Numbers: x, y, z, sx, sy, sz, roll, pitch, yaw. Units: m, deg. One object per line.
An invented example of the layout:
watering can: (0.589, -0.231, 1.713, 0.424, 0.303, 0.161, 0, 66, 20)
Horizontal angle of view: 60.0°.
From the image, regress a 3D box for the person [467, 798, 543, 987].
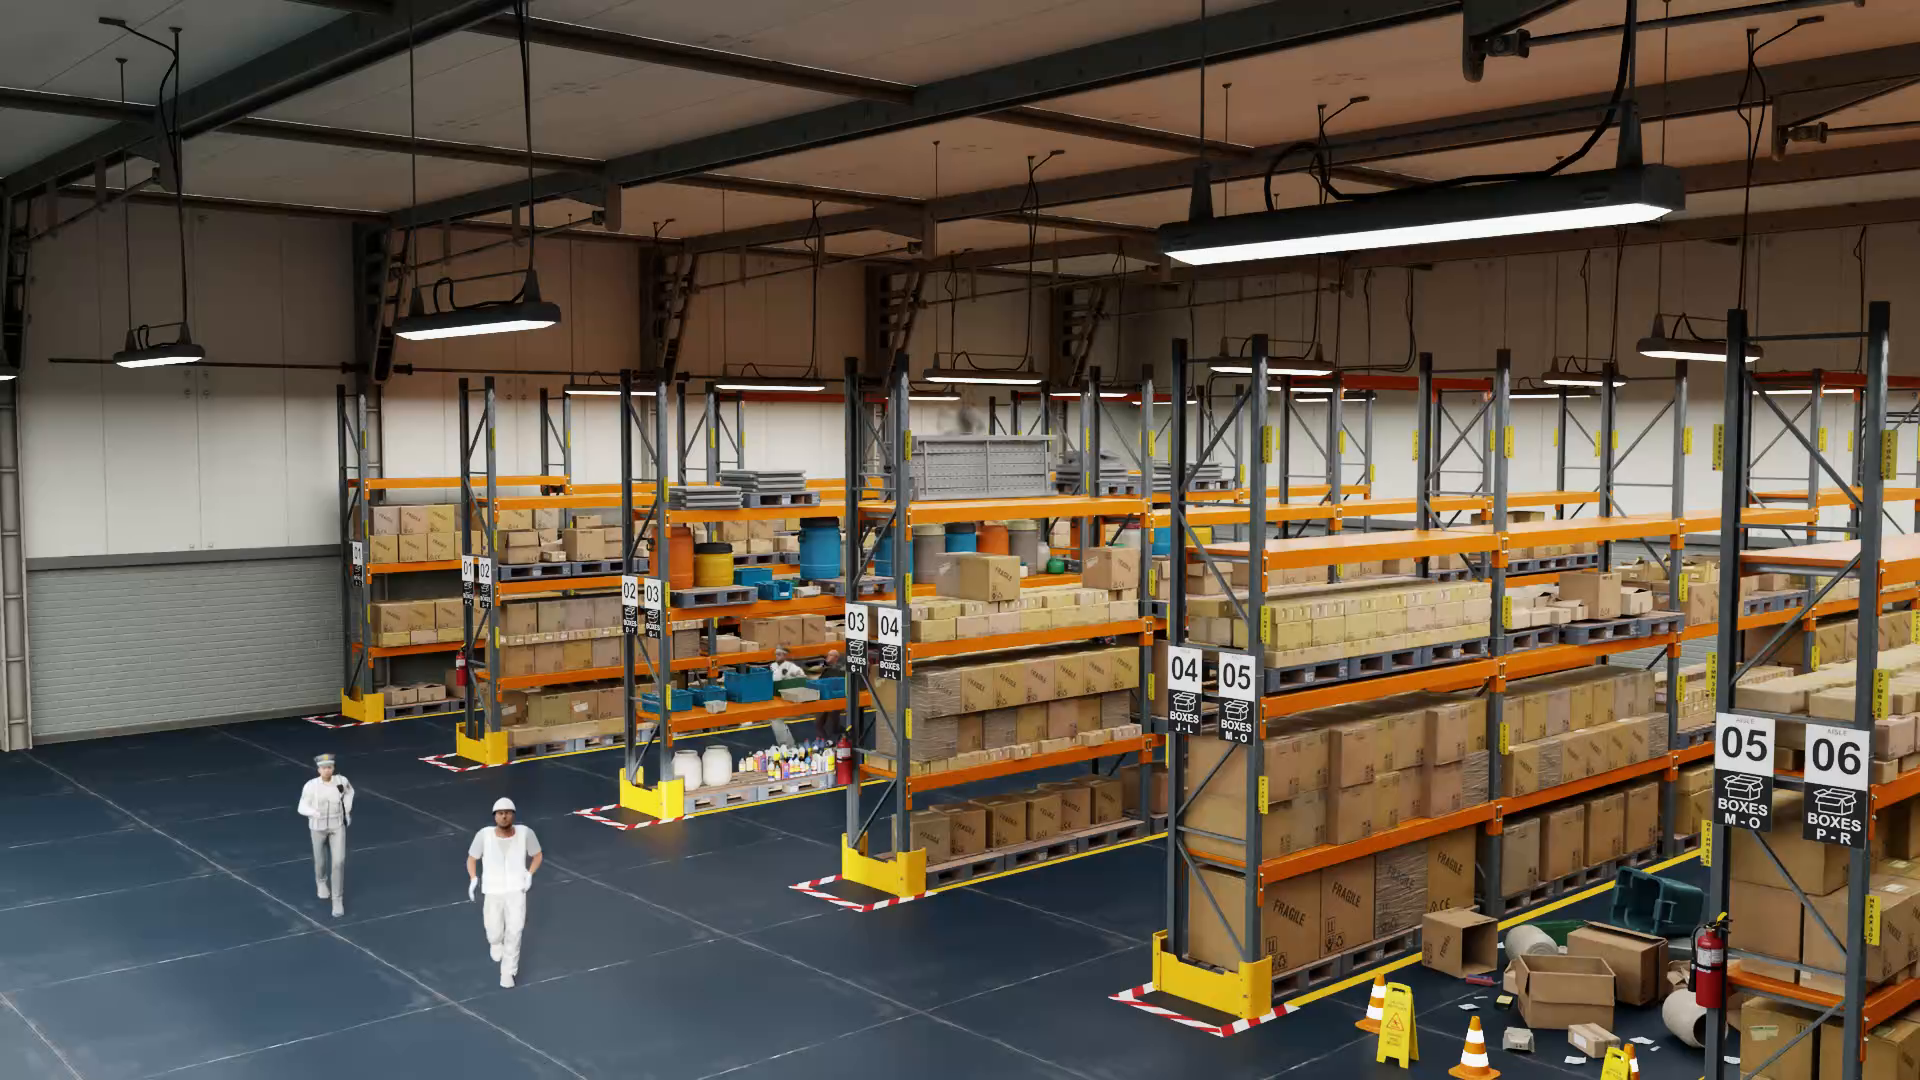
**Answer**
person: (-4.265, 3.276, 15.613, 0.689, 1.737, 0.602, -1, 4, -15)

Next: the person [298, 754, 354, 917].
person: (-6.839, 3.130, 17.976, 0.572, 1.707, 0.896, -2, 4, -23)

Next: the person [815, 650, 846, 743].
person: (-2.030, 2.585, 26.465, 0.803, 1.689, 0.668, -4, 5, -44)

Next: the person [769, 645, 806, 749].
person: (-2.844, 2.567, 26.233, 0.640, 1.836, 0.709, 3, 5, 41)
